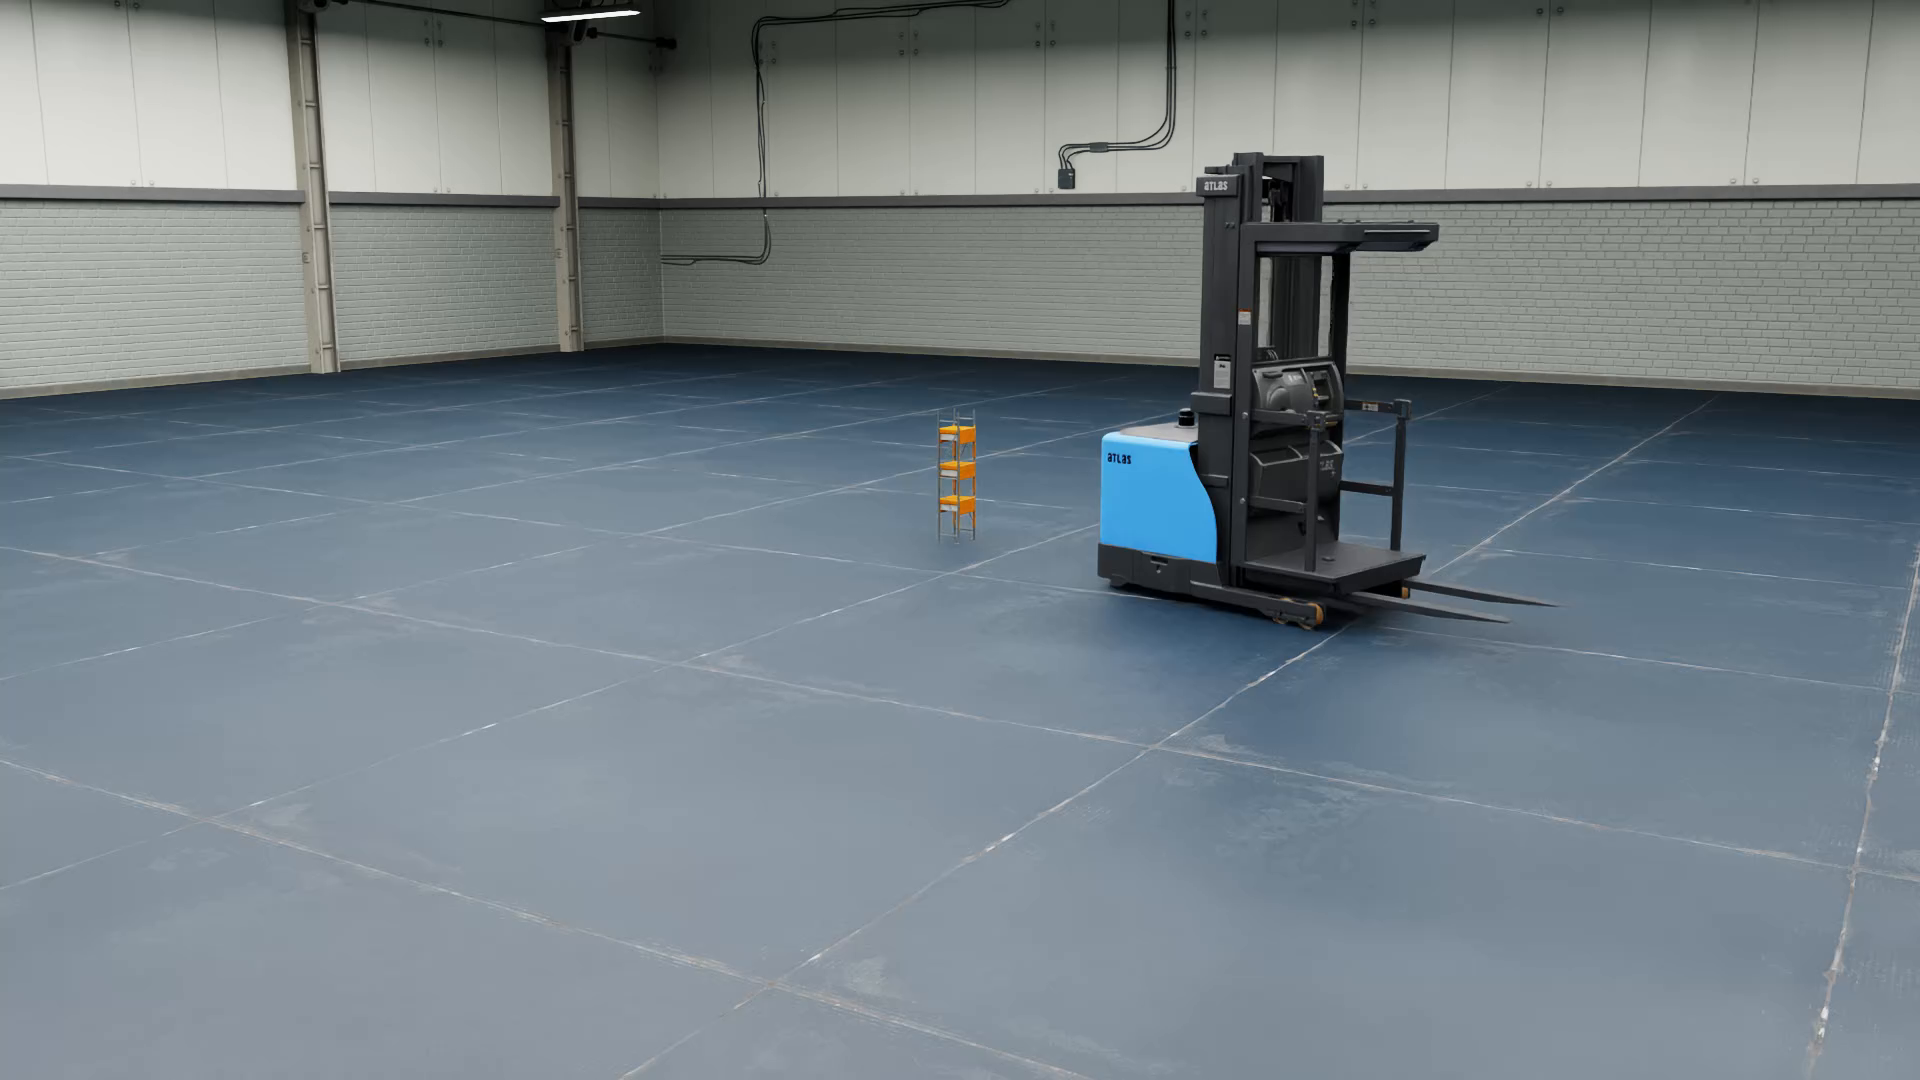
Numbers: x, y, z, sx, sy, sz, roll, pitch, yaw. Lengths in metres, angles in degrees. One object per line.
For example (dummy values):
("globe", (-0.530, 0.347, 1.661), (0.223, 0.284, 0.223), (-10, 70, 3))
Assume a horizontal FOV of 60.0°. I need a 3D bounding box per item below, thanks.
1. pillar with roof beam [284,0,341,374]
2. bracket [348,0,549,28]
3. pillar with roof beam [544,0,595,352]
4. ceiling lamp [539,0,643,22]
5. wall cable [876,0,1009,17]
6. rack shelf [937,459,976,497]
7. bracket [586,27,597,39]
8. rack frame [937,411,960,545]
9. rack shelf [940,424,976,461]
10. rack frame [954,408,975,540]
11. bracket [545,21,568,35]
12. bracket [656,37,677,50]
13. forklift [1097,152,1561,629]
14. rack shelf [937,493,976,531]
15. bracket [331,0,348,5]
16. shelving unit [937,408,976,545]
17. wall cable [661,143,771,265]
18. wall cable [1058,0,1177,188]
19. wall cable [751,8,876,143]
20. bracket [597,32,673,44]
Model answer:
("pillar with roof beam", (-7.378, -6.934, 25.954), (9.100, 9.000, 0.548), (6, 12, 31))
("bracket", (-9.192, -9.554, 30.166), (0.076, 0.066, 4.783), (6, 12, 31))
("pillar with roof beam", (-4.263, -7.878, 30.994), (9.100, 9.000, 0.548), (6, 12, 31))
("ceiling lamp", (-5.889, -10.097, 26.984), (2.000, 3.185, 0.800), (6, 12, 31))
("wall cable", (-0.326, -11.264, 31.434), (3.097, 2.526, 0.112), (6, 12, 31))
("rack shelf", (-0.028, -0.497, 13.229), (0.215, 0.259, 0.240), (6, 12, 31))
("bracket", (-7.424, -10.090, 33.028), (0.235, 0.232, 0.430), (6, 12, 31))
("rack frame", (-0.091, -0.488, 13.125), (0.200, 1.050, 0.008), (6, 12, 31))
("rack shelf", (-0.028, -0.776, 13.177), (0.215, 0.259, 0.240), (6, 12, 31))
("rack frame", (0.036, -0.527, 13.330), (0.200, 1.050, 0.008), (6, 12, 31))
("bracket", (-7.854, -9.959, 32.330), (0.235, 0.232, 0.430), (6, 12, 31))
("bracket", (-6.193, -10.463, 35.018), (0.235, 0.232, 0.430), (6, 12, 31))
("forklift", (2.350, -0.989, 10.688), (1.130, 2.935, 3.031), (-10, 15, -43))
("rack shelf", (-0.028, -0.224, 13.280), (0.215, 0.259, 0.240), (6, 12, 31))
("bracket", (-10.539, -9.146, 27.987), (0.235, 0.232, 0.430), (6, 12, 31))
("shelving unit", (-0.028, -0.508, 13.227), (0.215, 1.050, 0.252), (6, 12, 31))
("wall cable", (-5.283, -7.100, 35.277), (3.097, 2.526, 0.112), (6, 12, 31))
("wall cable", (2.823, -9.388, 29.820), (2.305, 6.003, 0.169), (6, 12, 31))
("wall cable", (-2.971, -9.324, 33.432), (3.097, 2.526, 0.112), (6, 12, 31))
("bracket", (-6.500, -10.370, 34.522), (0.076, 0.066, 3.189), (6, 12, 31))
